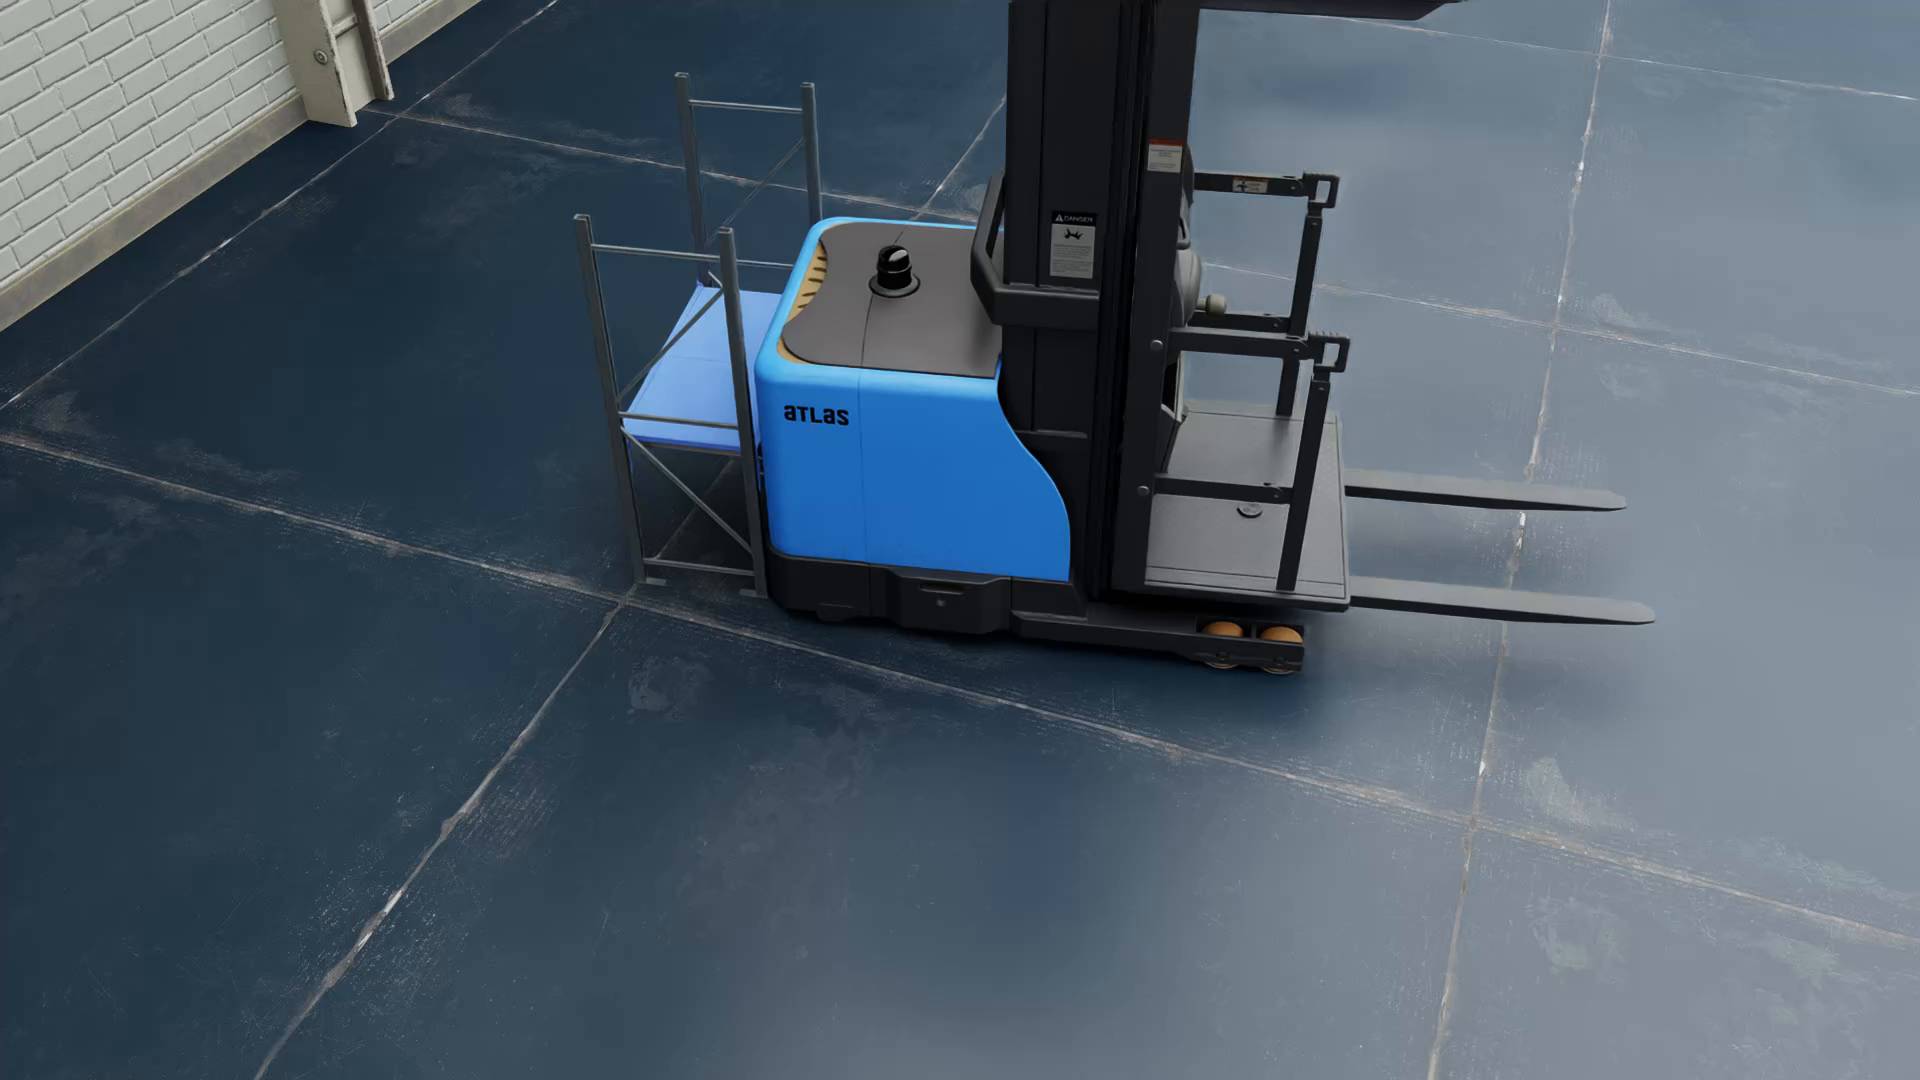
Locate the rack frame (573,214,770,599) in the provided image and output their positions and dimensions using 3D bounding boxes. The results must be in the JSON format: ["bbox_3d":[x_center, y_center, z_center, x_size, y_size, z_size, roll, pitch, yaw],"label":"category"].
[{"bbox_3d":[-0.936,-0.395,5.557,0.500,1.500,0.032,7,41,8],"label":"rack frame"}]

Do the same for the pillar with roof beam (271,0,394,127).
[{"bbox_3d":[0.743,-4.810,4.954,9.100,9.000,0.400,13,42,15],"label":"pillar with roof beam"}]

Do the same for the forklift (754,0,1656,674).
[{"bbox_3d":[0.887,-1.025,5.193,3.031,2.935,1.130,5,41,6],"label":"forklift"}]

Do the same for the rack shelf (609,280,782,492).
[{"bbox_3d":[-0.846,-0.583,6.054,0.538,0.185,1.000,7,41,8],"label":"rack shelf"}]

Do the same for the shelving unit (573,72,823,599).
[{"bbox_3d":[-0.847,-0.719,5.937,0.538,1.500,1.048,7,41,8],"label":"shelving unit"}]

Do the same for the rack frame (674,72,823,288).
[{"bbox_3d":[-0.757,-1.044,6.318,0.500,1.500,0.032,7,41,8],"label":"rack frame"}]
